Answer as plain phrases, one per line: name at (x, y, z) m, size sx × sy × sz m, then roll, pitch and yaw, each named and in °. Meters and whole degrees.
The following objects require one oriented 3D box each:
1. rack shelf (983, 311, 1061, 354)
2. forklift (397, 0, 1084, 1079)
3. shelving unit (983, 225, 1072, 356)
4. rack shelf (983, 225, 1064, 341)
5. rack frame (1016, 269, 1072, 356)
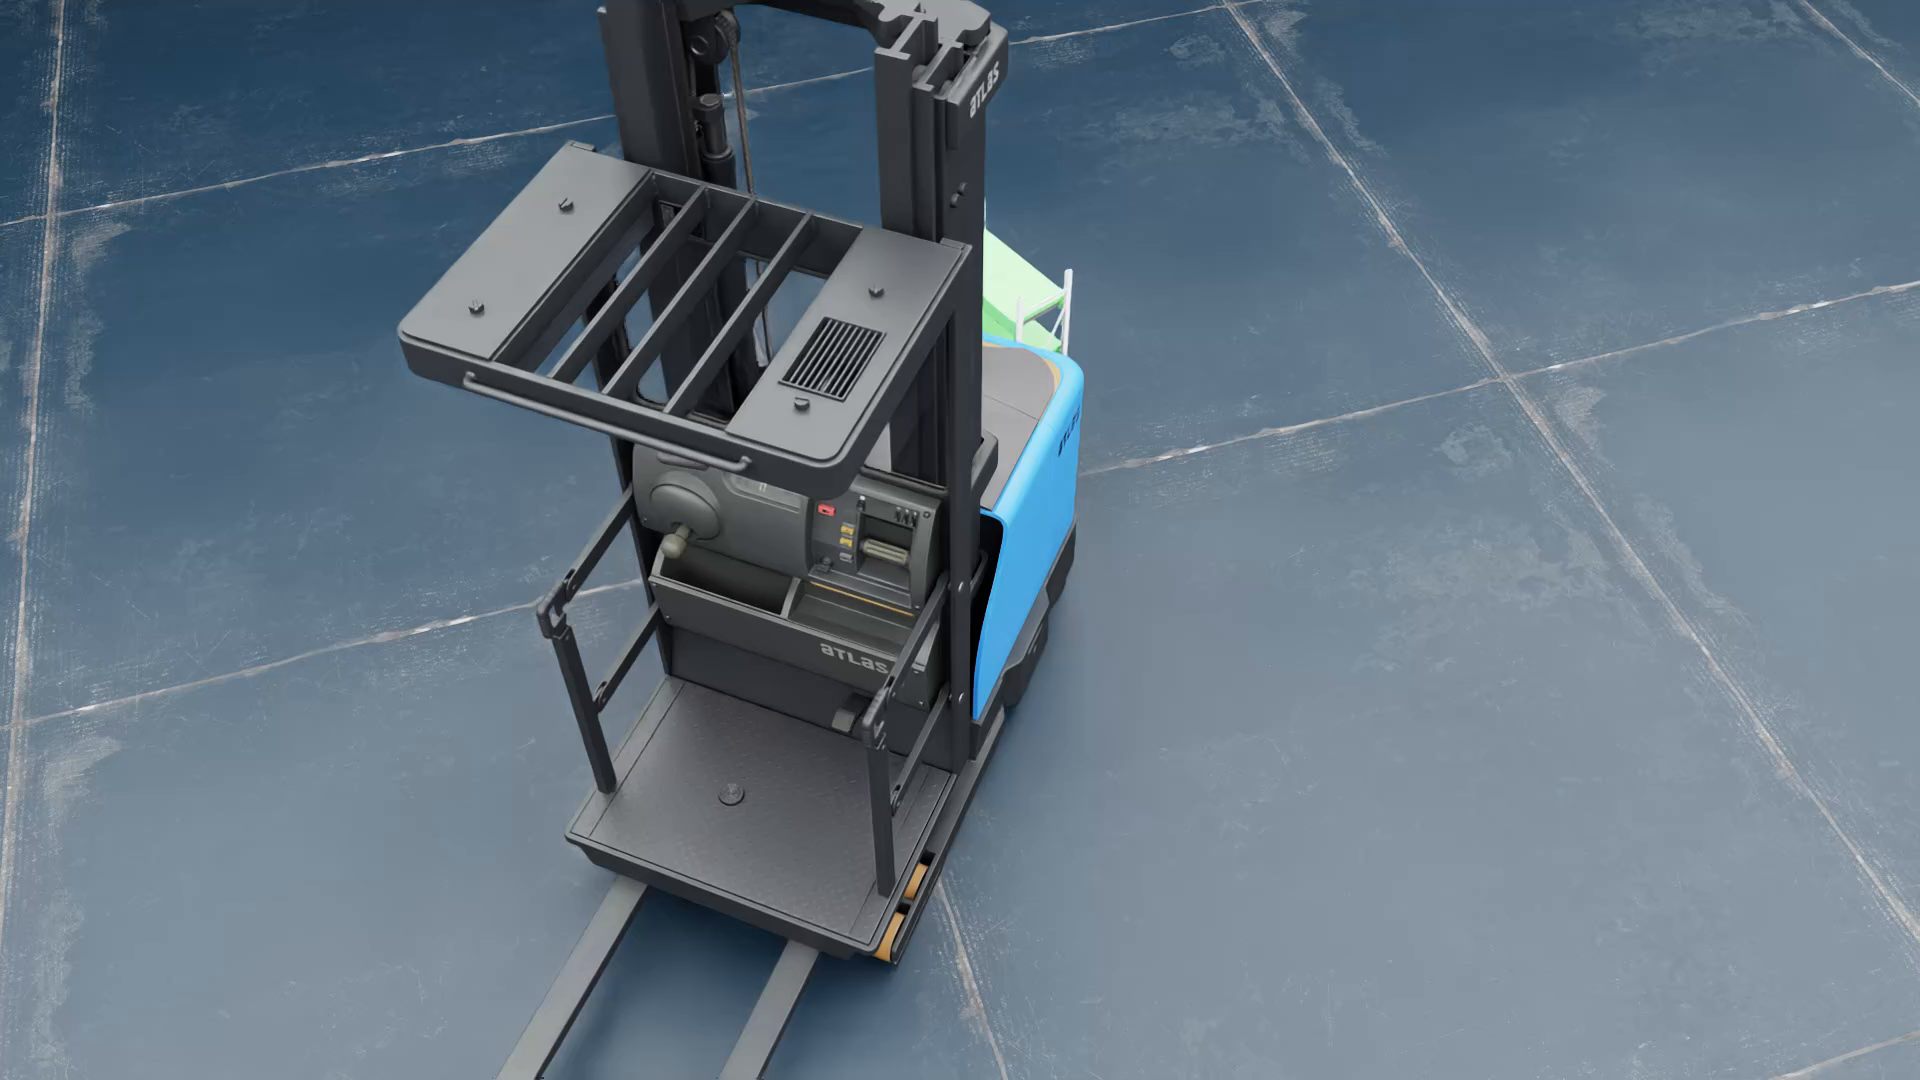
rack shelf at (0.139, -0.752, 6.158) m, size 0.258 × 0.148 × 0.480 m, roll -31°, pitch 57°, yaw -24°
forklift at (-0.586, 0.040, 4.589) m, size 1.130 × 2.935 × 3.031 m, roll 17°, pitch 52°, yaw 14°
shelving unit at (0.139, -0.638, 6.293) m, size 0.258 × 1.200 × 0.503 m, roll -31°, pitch 57°, yaw -24°
rack shelf at (0.139, -0.906, 5.975) m, size 0.258 × 0.148 × 0.480 m, roll -31°, pitch 57°, yaw -24°
rack frame at (0.291, -0.492, 6.170) m, size 0.240 × 1.200 × 0.015 m, roll -31°, pitch 57°, yaw -24°
